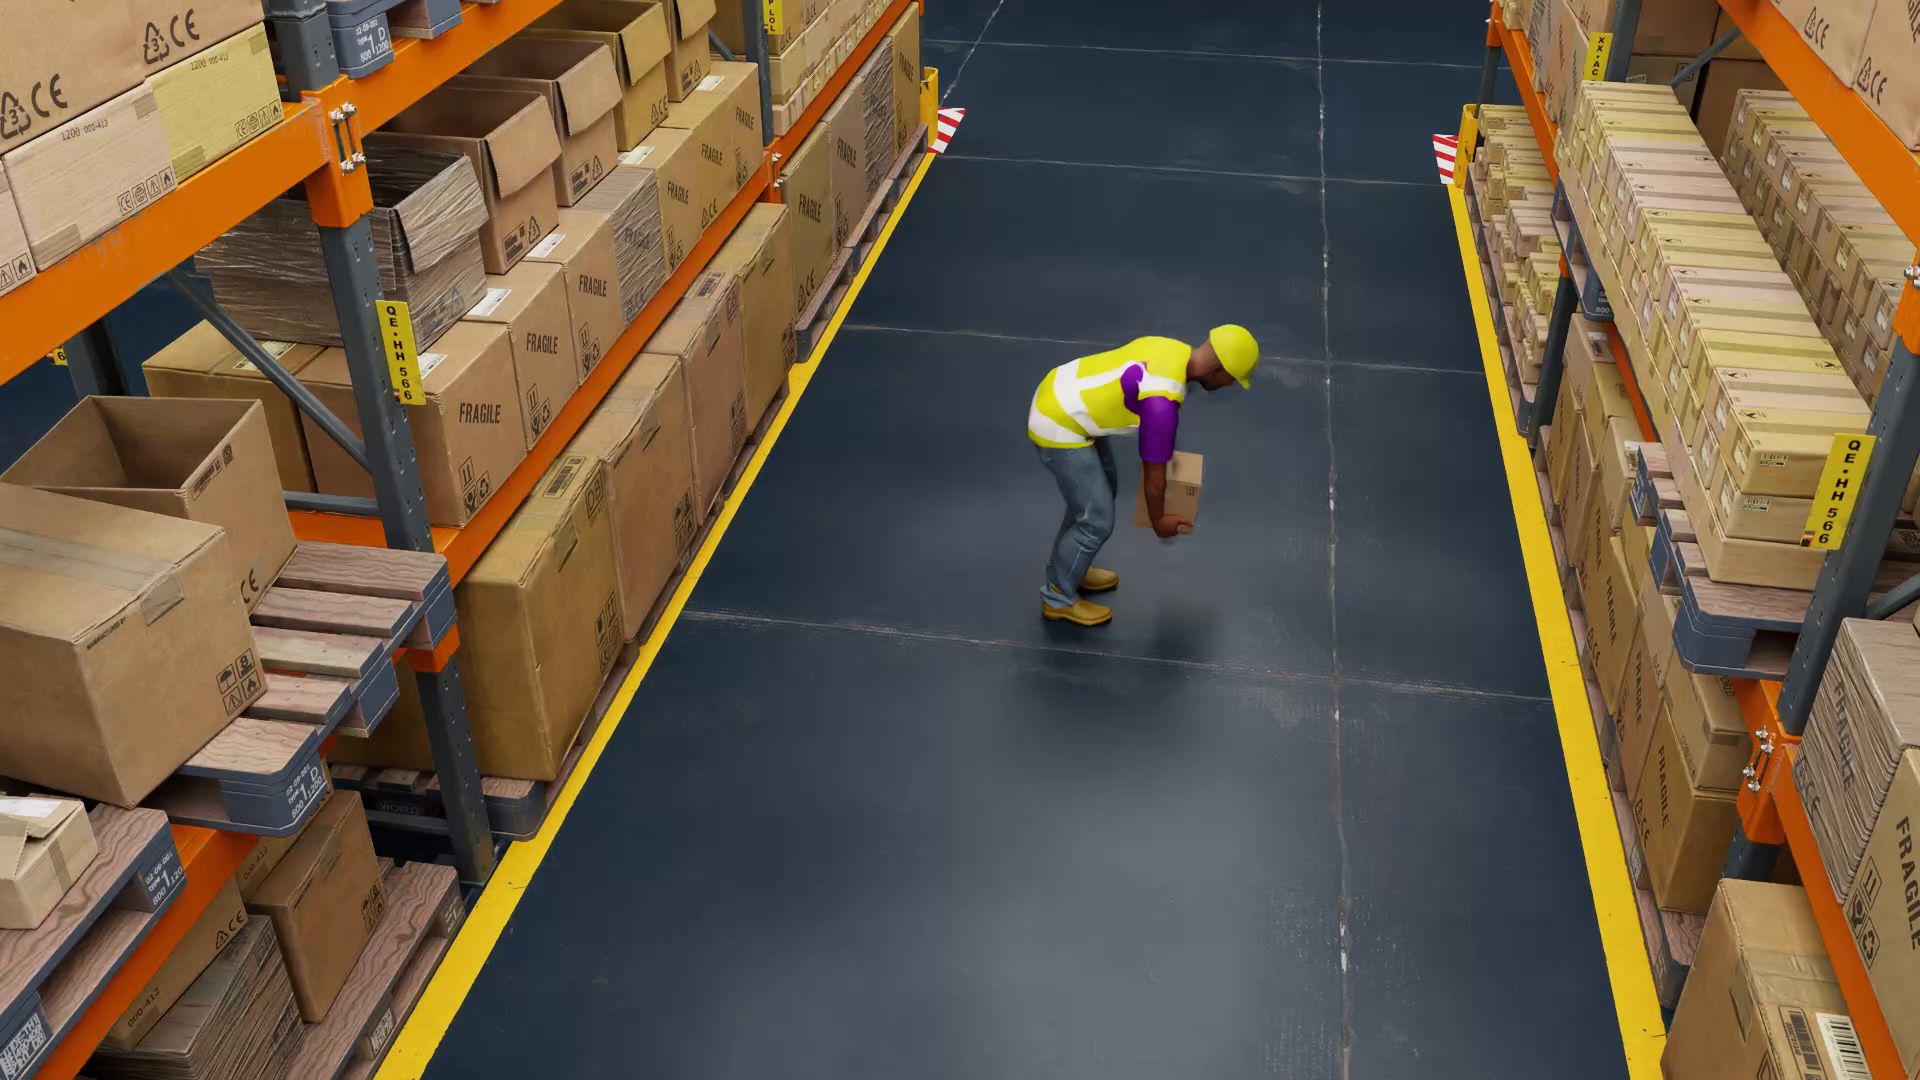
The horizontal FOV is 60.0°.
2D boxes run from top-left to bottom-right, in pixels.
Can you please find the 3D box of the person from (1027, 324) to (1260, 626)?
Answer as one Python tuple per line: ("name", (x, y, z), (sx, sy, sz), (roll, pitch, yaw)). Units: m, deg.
("person", (0.739, -0.301, 6.975), (0.918, 1.355, 0.475), (5, 32, 7))
